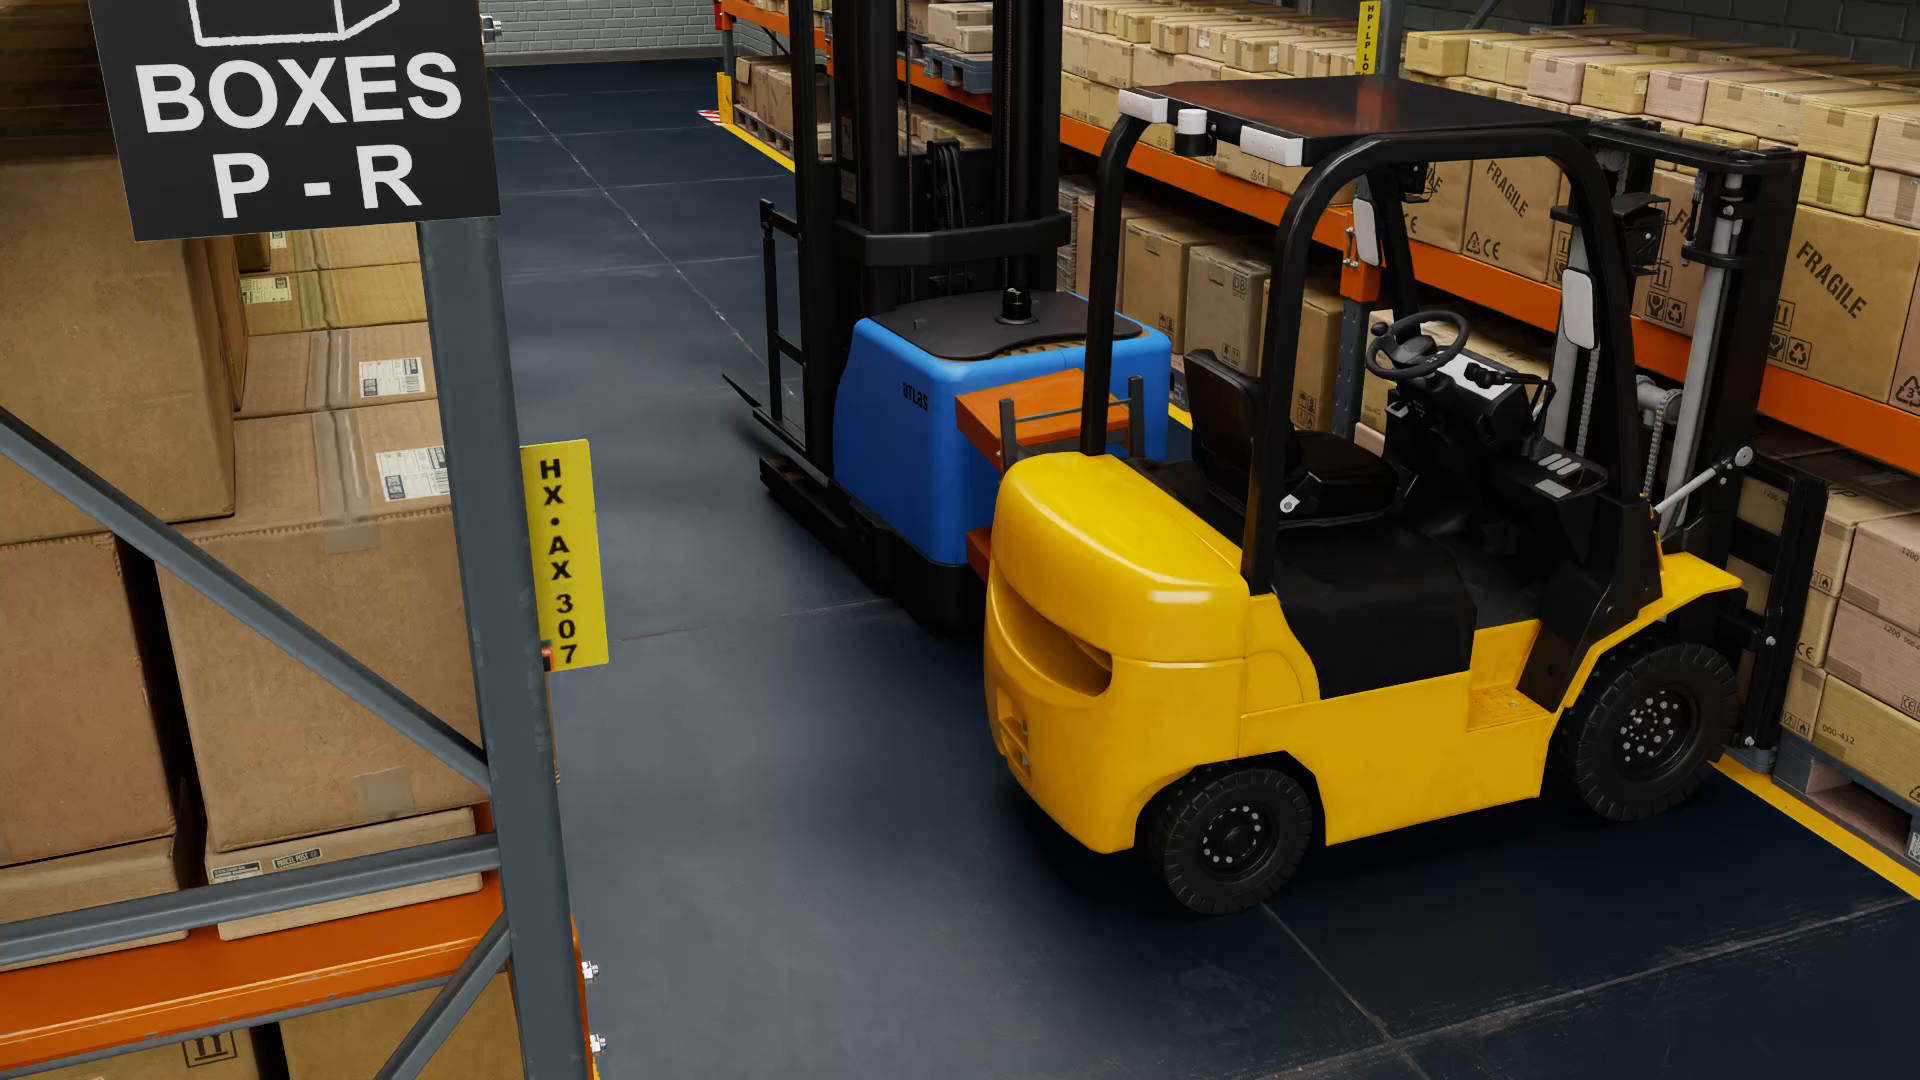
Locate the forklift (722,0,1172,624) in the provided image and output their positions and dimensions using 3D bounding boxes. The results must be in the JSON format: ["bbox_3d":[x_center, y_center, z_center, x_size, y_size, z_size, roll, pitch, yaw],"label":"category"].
[{"bbox_3d":[-0.281,-1.569,7.199,1.130,2.935,3.031,-11,25,-24],"label":"forklift"}]

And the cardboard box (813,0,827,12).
[{"bbox_3d":[-1.043,-4.763,14.499,0.500,0.250,0.500,-8,24,-18],"label":"cardboard box"}]

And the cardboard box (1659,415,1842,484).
[{"bbox_3d":[2.604,-0.247,5.686,0.500,0.250,0.500,-9,24,-20],"label":"cardboard box"}]

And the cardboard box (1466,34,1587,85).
[{"bbox_3d":[2.219,-1.882,6.507,0.380,0.149,0.250,-8,24,-18],"label":"cardboard box"}]

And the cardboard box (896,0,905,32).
[{"bbox_3d":[-0.213,-4.104,12.454,0.700,0.500,0.500,-8,24,-19],"label":"cardboard box"}]

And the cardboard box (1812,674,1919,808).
[{"bbox_3d":[2.976,0.581,5.010,0.500,0.250,0.500,-8,24,-19],"label":"cardboard box"}]

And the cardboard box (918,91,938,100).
[{"bbox_3d":[-0.138,-3.695,13.998,0.380,0.149,0.250,-8,24,-19],"label":"cardboard box"}]

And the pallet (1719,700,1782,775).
[{"bbox_3d":[2.867,0.387,6.061,1.003,0.211,1.213,-8,24,-19],"label":"pallet"}]

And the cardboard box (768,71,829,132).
[{"bbox_3d":[-1.562,-4.282,16.225,0.500,0.500,0.500,-8,24,-18],"label":"cardboard box"}]

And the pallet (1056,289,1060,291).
[{"bbox_3d":[1.032,-1.501,10.539,1.003,0.211,1.213,-8,24,-19],"label":"pallet"}]

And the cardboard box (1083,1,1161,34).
[{"bbox_3d":[0.929,-2.999,9.540,0.380,0.149,0.250,-8,24,-18],"label":"cardboard box"}]

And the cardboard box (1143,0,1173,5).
[{"bbox_3d":[1.313,-3.163,9.928,0.380,0.149,0.250,-8,24,-19],"label":"cardboard box"}]

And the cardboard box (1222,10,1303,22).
[{"bbox_3d":[1.642,-2.790,9.043,0.380,0.149,0.250,-8,24,-17],"label":"cardboard box"}]

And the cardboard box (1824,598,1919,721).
[{"bbox_3d":[2.972,0.342,4.932,0.500,0.250,0.500,-9,24,-20],"label":"cardboard box"}]

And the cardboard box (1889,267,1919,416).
[{"bbox_3d":[3.010,-0.562,4.593,0.500,0.500,0.500,-8,24,-17],"label":"cardboard box"}]

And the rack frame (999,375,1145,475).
[{"bbox_3d":[0.409,0.010,5.732,0.500,1.125,0.032,-11,25,-14],"label":"rack frame"}]

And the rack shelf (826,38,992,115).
[{"bbox_3d":[0.071,-3.486,12.584,1.077,0.370,4.000,-8,24,-19],"label":"rack shelf"}]

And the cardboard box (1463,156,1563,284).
[{"bbox_3d":[2.303,-1.299,6.341,0.500,0.500,0.500,-8,24,-18],"label":"cardboard box"}]

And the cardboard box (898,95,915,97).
[{"bbox_3d":[-0.587,-3.627,13.837,0.380,0.149,0.250,-9,24,-20],"label":"cardboard box"}]

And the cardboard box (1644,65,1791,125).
[{"bbox_3d":[2.555,-1.505,5.612,0.380,0.149,0.250,-8,24,-19],"label":"cardboard box"}]

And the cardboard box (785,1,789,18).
[{"bbox_3d":[-1.395,-4.880,15.289,0.380,0.149,0.250,-9,24,-20],"label":"cardboard box"}]

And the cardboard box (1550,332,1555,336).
[{"bbox_3d":[2.739,-0.690,6.737,0.500,0.250,0.500,-9,24,-20],"label":"cardboard box"}]

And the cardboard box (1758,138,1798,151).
[{"bbox_3d":[2.739,-1.182,5.228,0.380,0.149,0.250,-9,24,-19],"label":"cardboard box"}]

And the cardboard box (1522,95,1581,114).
[{"bbox_3d":[2.286,-1.545,6.091,0.380,0.149,0.250,-8,24,-18],"label":"cardboard box"}]

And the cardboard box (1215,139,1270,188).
[{"bbox_3d":[1.585,-1.897,8.082,0.500,0.250,0.500,-8,24,-19],"label":"cardboard box"}]

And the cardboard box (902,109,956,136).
[{"bbox_3d":[-0.238,-3.252,12.945,0.380,0.149,0.250,-7,24,-17],"label":"cardboard box"}]

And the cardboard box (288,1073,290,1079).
[{"bbox_3d":[-1.584,1.307,3.287,0.500,0.250,0.500,-8,24,-19],"label":"cardboard box"}]

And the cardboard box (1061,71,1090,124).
[{"bbox_3d":[0.879,-2.643,9.852,0.500,0.250,0.500,-9,24,-20],"label":"cardboard box"}]

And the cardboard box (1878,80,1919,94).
[{"bbox_3d":[3.165,-1.383,5.322,0.380,0.149,0.250,-8,24,-19],"label":"cardboard box"}]

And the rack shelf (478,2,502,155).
[{"bbox_3d":[-1.745,-1.279,3.486,1.077,0.370,4.000,-8,24,-19],"label":"rack shelf"}]

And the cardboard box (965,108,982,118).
[{"bbox_3d":[0.262,-3.326,13.121,0.380,0.149,0.250,-8,24,-18],"label":"cardboard box"}]

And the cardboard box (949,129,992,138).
[{"bbox_3d":[0.138,-2.874,12.050,0.380,0.149,0.250,-8,24,-17],"label":"cardboard box"}]

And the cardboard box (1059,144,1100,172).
[{"bbox_3d":[0.885,-2.663,11.549,0.380,0.149,0.250,-7,24,-16],"label":"cardboard box"}]

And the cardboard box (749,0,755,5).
[{"bbox_3d":[-1.898,-5.447,16.635,0.380,0.149,0.250,-8,24,-17],"label":"cardboard box"}]

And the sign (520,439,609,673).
[{"bbox_3d":[-0.531,0.025,2.213,0.100,0.325,0.005,-8,24,-19],"label":"sign"}]

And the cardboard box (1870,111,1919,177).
[{"bbox_3d":[2.832,-1.124,4.707,0.380,0.149,0.250,-8,24,-18],"label":"cardboard box"}]

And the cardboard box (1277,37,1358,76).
[{"bbox_3d":[1.717,-2.263,7.793,0.380,0.149,0.250,-8,24,-19],"label":"cardboard box"}]

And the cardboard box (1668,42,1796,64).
[{"bbox_3d":[2.889,-1.771,6.243,0.380,0.149,0.250,-9,24,-20],"label":"cardboard box"}]

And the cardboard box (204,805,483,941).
[{"bbox_3d":[-0.965,0.463,2.613,0.380,0.149,0.250,-8,24,-19],"label":"cardboard box"}]

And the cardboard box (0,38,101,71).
[{"bbox_3d":[-1.871,-0.657,3.147,0.700,0.500,0.500,-9,24,-20],"label":"cardboard box"}]

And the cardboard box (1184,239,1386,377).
[{"bbox_3d":[1.729,-1.207,8.769,0.875,0.625,0.625,-9,24,-20],"label":"cardboard box"}]

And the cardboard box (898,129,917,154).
[{"bbox_3d":[-0.305,-3.005,13.194,0.500,0.500,0.500,-9,25,-21],"label":"cardboard box"}]

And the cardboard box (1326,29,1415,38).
[{"bbox_3d":[2.025,-2.425,8.177,0.380,0.149,0.250,-9,24,-20],"label":"cardboard box"}]

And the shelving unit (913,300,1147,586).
[{"bbox_3d":[0.256,-0.180,6.178,0.538,1.125,1.048,-11,25,-14],"label":"shelving unit"}]

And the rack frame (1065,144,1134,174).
[{"bbox_3d":[0.778,-3.090,10.720,1.000,3.000,0.127,-8,24,-19],"label":"rack frame"}]

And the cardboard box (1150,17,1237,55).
[{"bbox_3d":[1.217,-2.621,8.644,0.380,0.149,0.250,-9,24,-20],"label":"cardboard box"}]

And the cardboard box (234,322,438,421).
[{"bbox_3d":[-1.132,-0.082,3.071,0.500,0.500,0.500,-8,24,-17],"label":"cardboard box"}]

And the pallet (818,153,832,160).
[{"bbox_3d":[-0.877,-3.508,15.302,1.003,0.211,1.213,-8,24,-19],"label":"pallet"}]

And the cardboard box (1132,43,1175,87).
[{"bbox_3d":[1.254,-2.500,8.869,0.500,0.250,0.500,-8,24,-18],"label":"cardboard box"}]
